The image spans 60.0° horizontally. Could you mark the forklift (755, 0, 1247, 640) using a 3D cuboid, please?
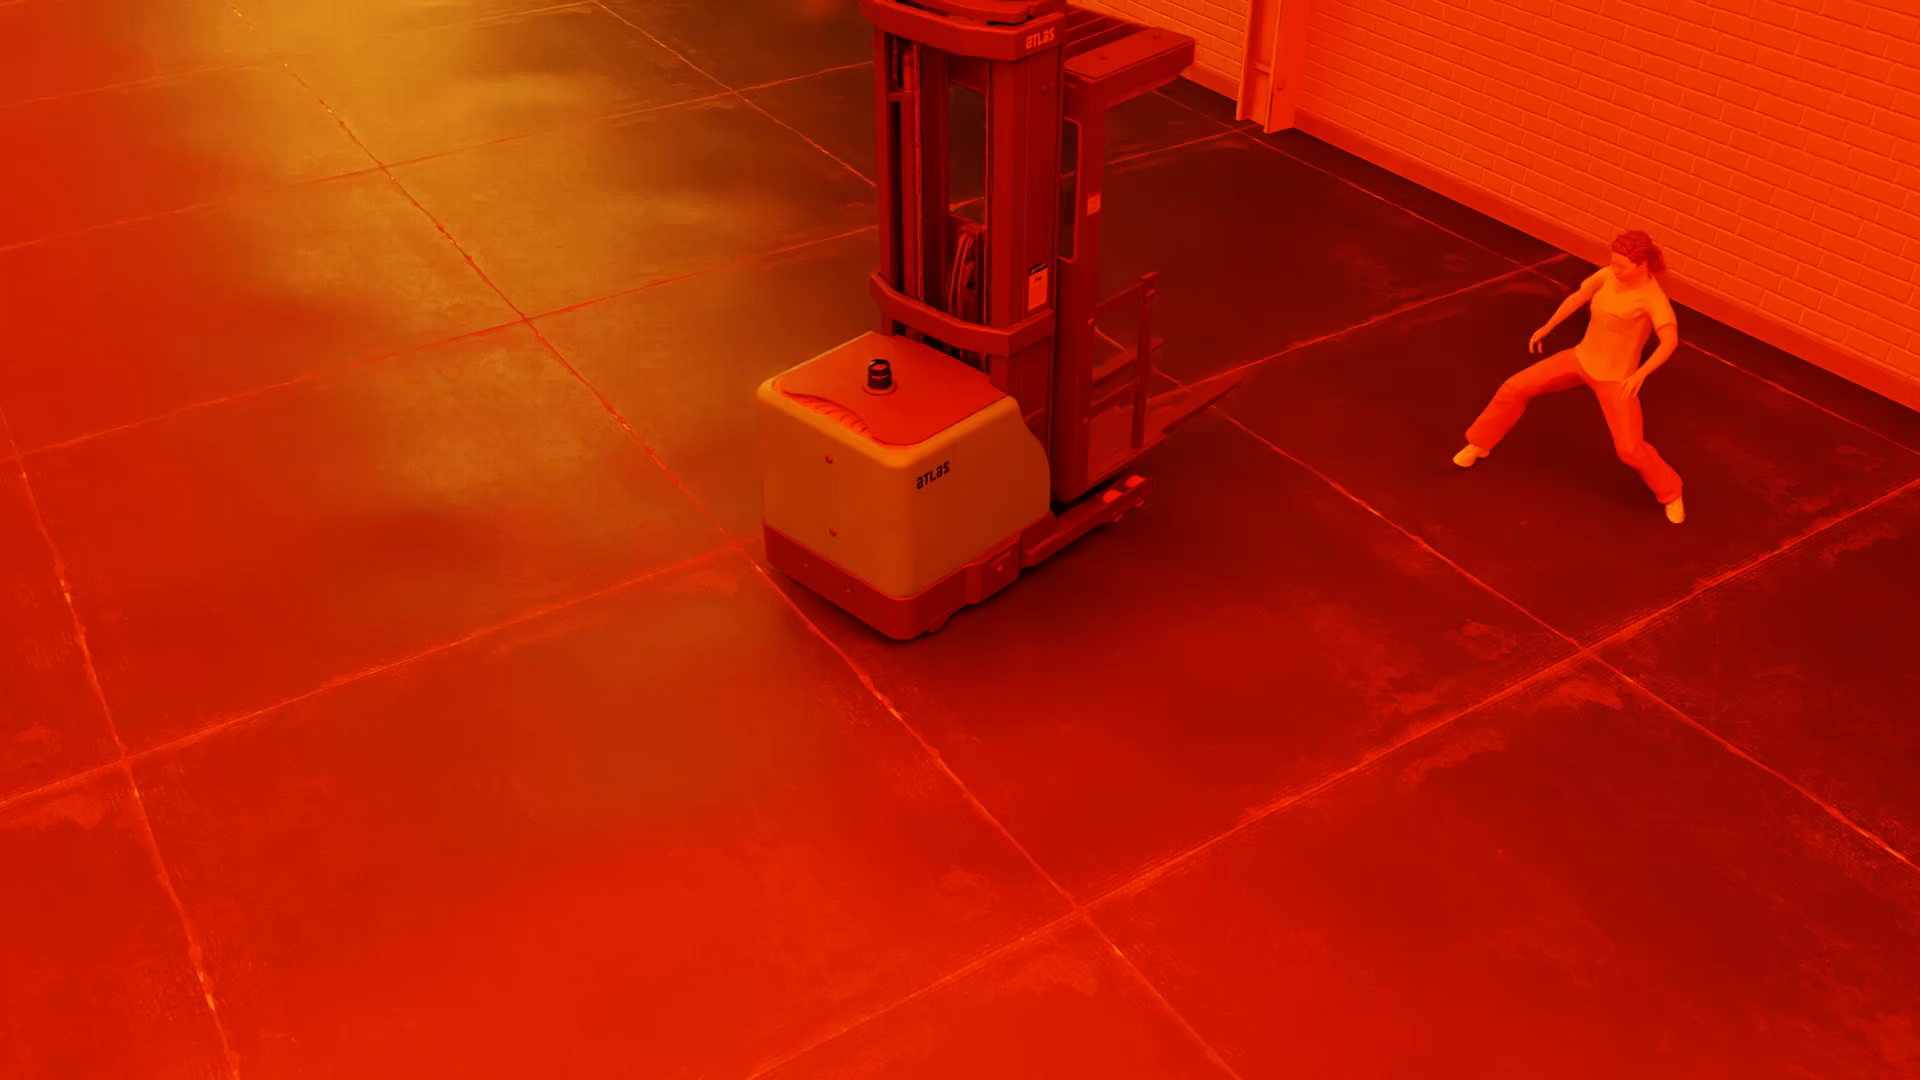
[{"bbox_3d":[0.390,-1.480,8.254,1.130,2.935,3.031,29,44,34],"label":"forklift"}]

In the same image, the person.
[{"bbox_3d":[3.328,-0.886,8.686,0.953,1.518,1.027,-14,37,-19],"label":"person"}]
